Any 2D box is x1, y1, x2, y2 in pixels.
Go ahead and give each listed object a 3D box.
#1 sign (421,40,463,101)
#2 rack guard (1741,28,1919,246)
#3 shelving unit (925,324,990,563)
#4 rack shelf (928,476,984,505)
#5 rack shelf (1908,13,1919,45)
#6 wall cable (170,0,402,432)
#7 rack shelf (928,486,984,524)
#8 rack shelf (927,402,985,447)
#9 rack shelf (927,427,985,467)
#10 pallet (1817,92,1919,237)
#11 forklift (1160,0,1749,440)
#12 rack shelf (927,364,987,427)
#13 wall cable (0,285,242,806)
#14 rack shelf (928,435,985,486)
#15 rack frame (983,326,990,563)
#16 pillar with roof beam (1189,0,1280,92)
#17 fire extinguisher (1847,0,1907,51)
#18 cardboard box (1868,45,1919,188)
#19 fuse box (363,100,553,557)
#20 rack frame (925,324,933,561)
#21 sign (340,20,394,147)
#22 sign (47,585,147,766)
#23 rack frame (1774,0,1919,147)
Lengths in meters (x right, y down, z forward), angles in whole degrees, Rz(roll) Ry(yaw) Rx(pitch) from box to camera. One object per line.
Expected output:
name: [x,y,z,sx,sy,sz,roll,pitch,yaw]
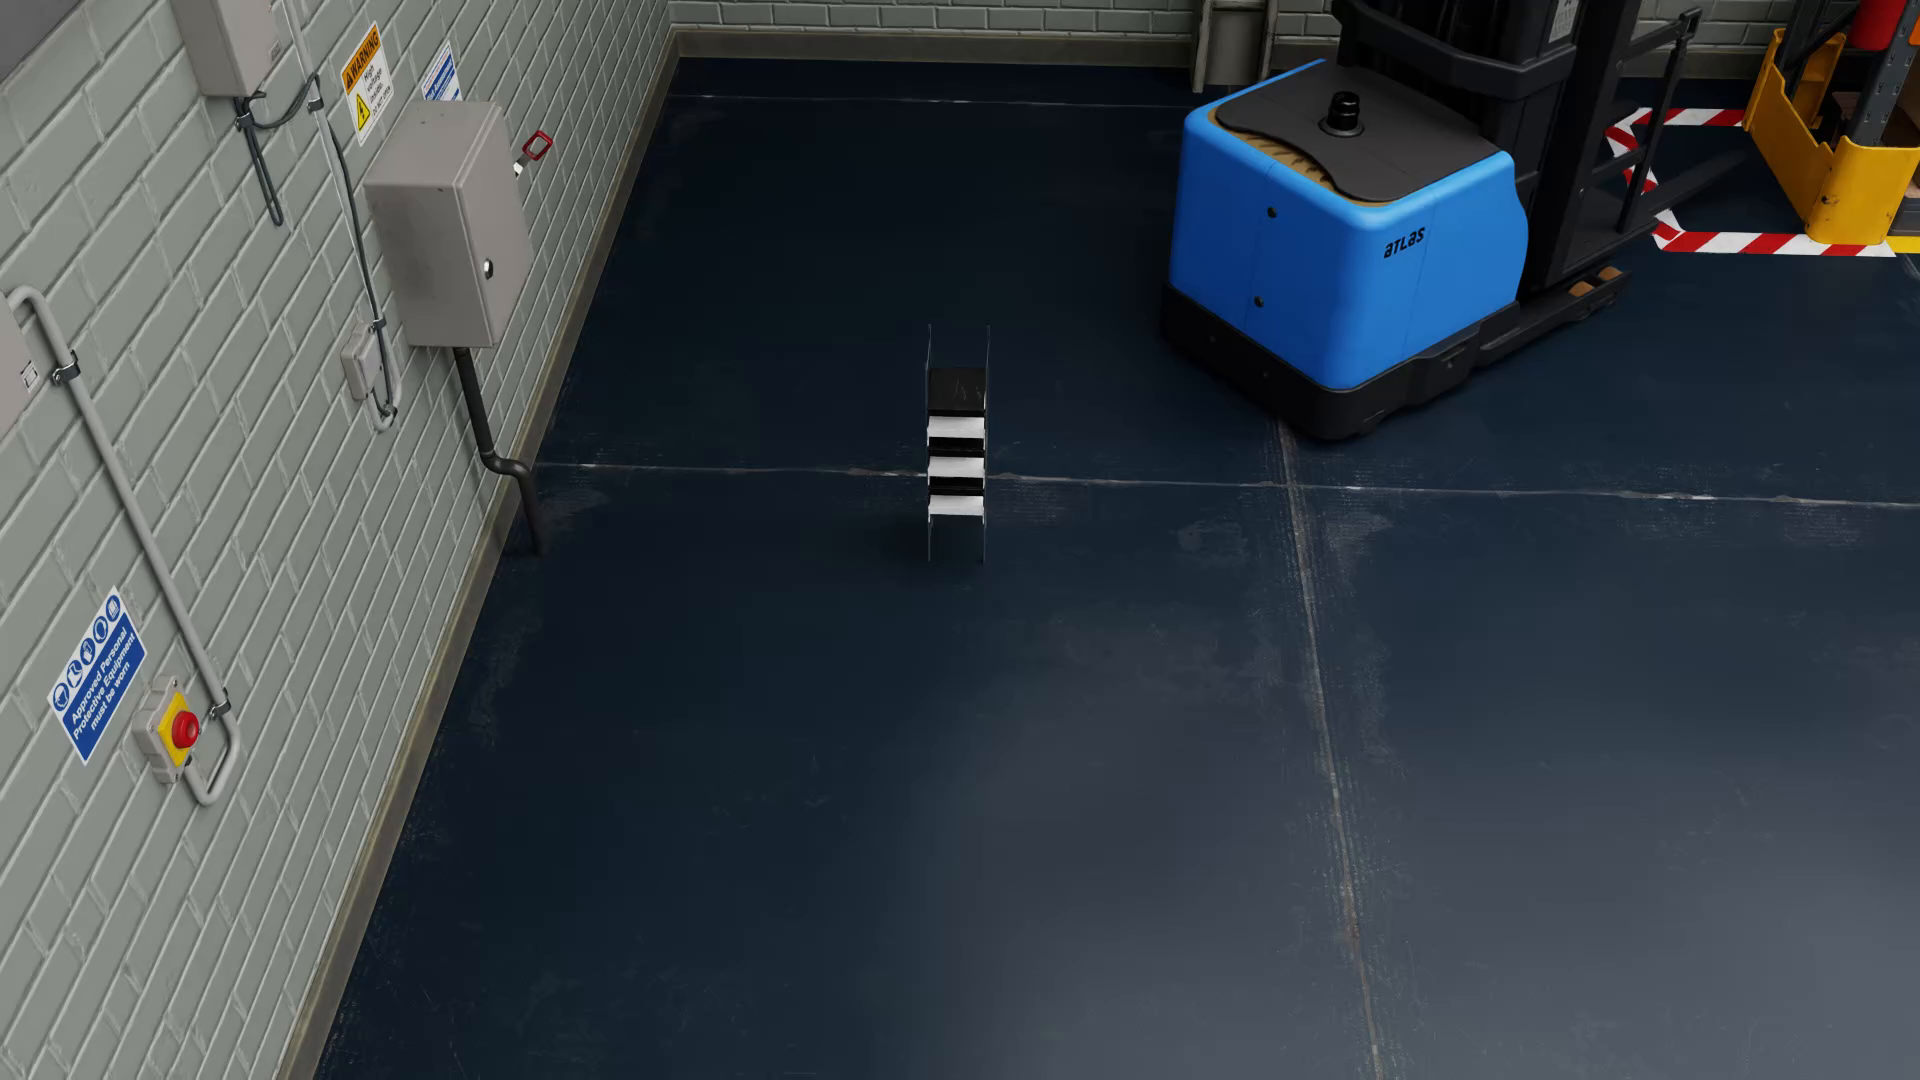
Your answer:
sign: [-1.714,-1.379,5.600,0.001,0.494,0.329,2,43,2]
rack guard: [4.160,-1.951,7.978,0.348,0.500,1.175,2,43,2]
shelving unit: [-0.008,-0.330,5.944,0.210,0.900,0.258,2,43,2]
rack shelf: [-0.008,-0.239,6.028,0.200,0.077,0.258,2,43,2]
rack shelf: [6.082,-2.544,7.308,4.000,0.370,1.077,2,43,2]
wall cable: [-1.717,-0.983,4.360,0.122,1.984,0.588,2,43,2]
rack shelf: [-0.008,-0.173,6.089,0.200,0.077,0.258,2,43,2]
rack shelf: [-0.008,-0.437,5.844,0.200,0.077,0.258,2,43,2]
rack shelf: [-0.008,-0.371,5.905,0.200,0.077,0.258,2,43,2]
pallet: [4.957,-1.822,8.051,1.213,0.211,1.003,2,43,2]
forklift: [2.336,-2.293,6.562,3.031,2.935,1.130,-27,49,-26]
rack shelf: [-0.008,-0.503,5.782,0.200,0.077,0.258,2,43,2]
wall cable: [-1.770,-0.029,3.312,0.123,1.953,0.585,2,43,2]
rack shelf: [-0.008,-0.305,5.966,0.200,0.077,0.258,2,43,2]
rack frame: [0.093,-0.326,5.940,0.006,0.900,0.240,2,43,2]
pillar with roof beam: [1.237,-2.829,2.684,0.400,9.000,9.100,2,43,2]
fire extinguisher: [3.916,-2.393,6.949,0.183,0.674,0.296,2,43,2]
cardboard box: [4.691,-2.025,7.747,0.637,0.503,0.797,0,43,0]
fuse box: [-1.529,-0.600,5.639,0.414,1.711,0.539,2,43,2]
rack frame: [-0.110,-0.333,5.947,0.006,0.900,0.240,2,43,2]
sign: [-1.739,-1.342,4.884,0.001,0.242,0.339,2,43,2]
sign: [-1.833,0.287,3.543,0.001,0.218,0.327,2,43,2]
rack frame: [4.084,-2.868,7.128,0.127,3.000,1.000,2,43,2]
